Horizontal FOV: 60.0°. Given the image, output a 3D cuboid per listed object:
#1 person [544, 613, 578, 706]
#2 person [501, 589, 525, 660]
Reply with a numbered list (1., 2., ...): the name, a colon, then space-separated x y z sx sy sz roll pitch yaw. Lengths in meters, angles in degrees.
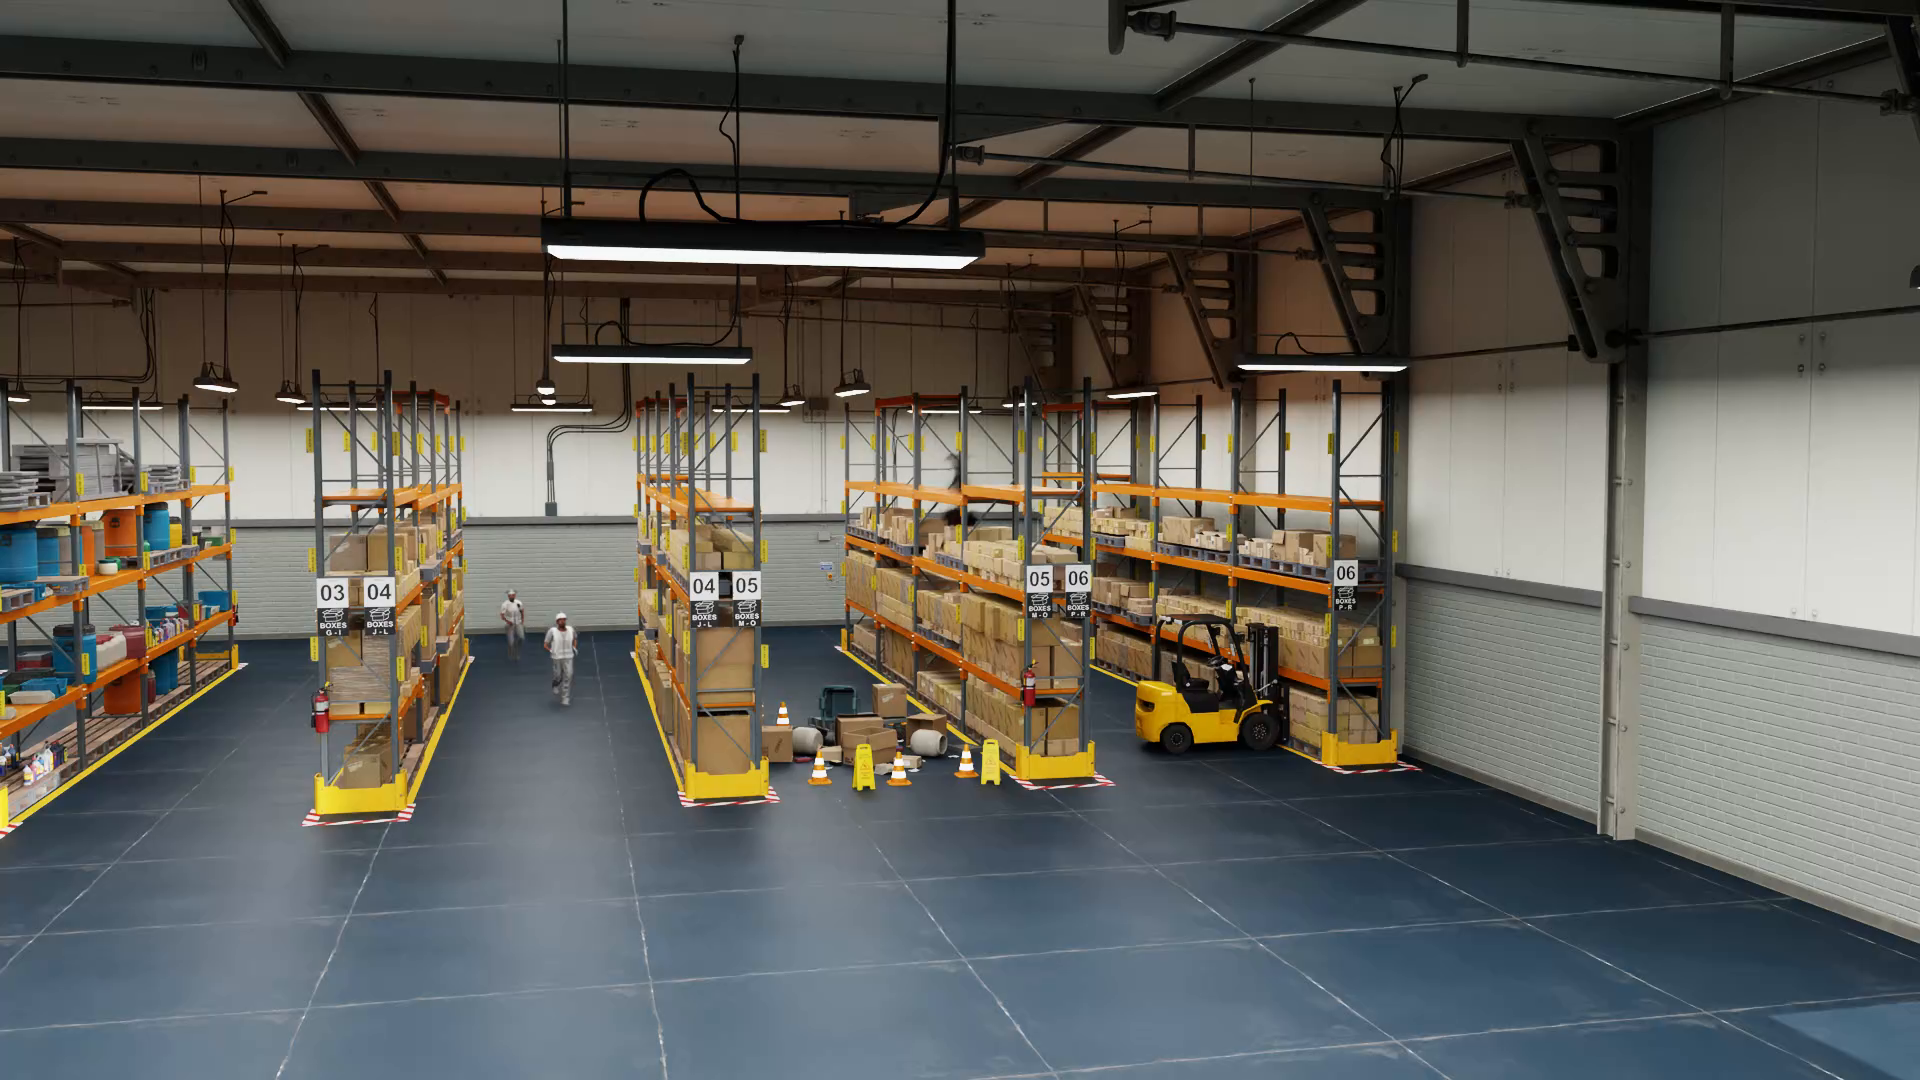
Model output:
1. person: -7.658 2.281 32.004 0.683 1.765 0.849 -2 4 -26
2. person: -10.287 1.955 38.362 0.591 1.658 0.598 -2 4 -32
